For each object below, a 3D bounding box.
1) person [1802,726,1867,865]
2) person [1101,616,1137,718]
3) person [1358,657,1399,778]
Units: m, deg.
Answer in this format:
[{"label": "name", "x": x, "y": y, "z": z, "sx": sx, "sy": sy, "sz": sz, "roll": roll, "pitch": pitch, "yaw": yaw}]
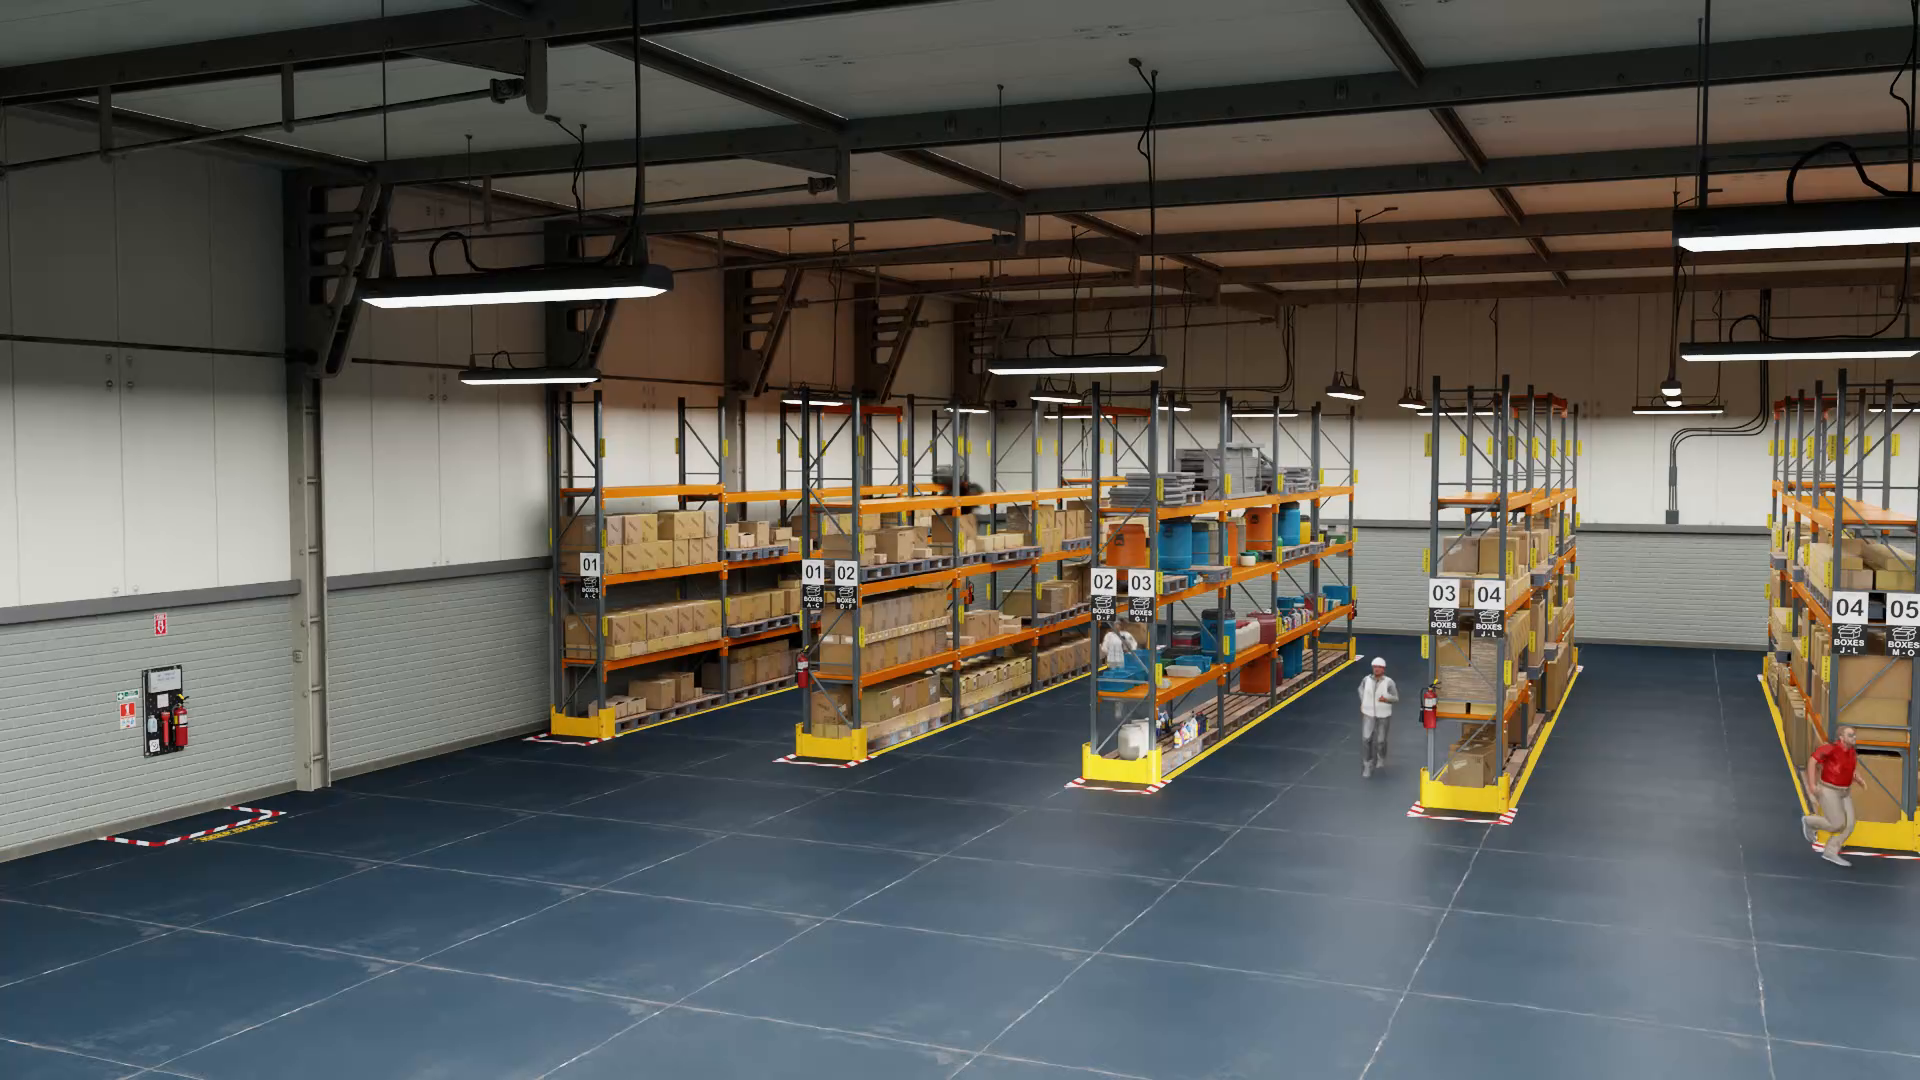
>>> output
[{"label": "person", "x": 10.575, "y": 3.073, "z": 20.119, "sx": 0.701, "sy": 1.687, "sz": 0.709, "roll": -1, "pitch": 3, "yaw": -25}, {"label": "person", "x": 2.829, "y": 2.261, "z": 29.877, "sx": 0.594, "sy": 1.803, "sz": 0.730, "roll": 2, "pitch": 4, "yaw": 26}, {"label": "person", "x": 6.400, "y": 2.713, "z": 25.488, "sx": 0.642, "sy": 1.836, "sz": 0.799, "roll": 1, "pitch": 3, "yaw": 21}]
